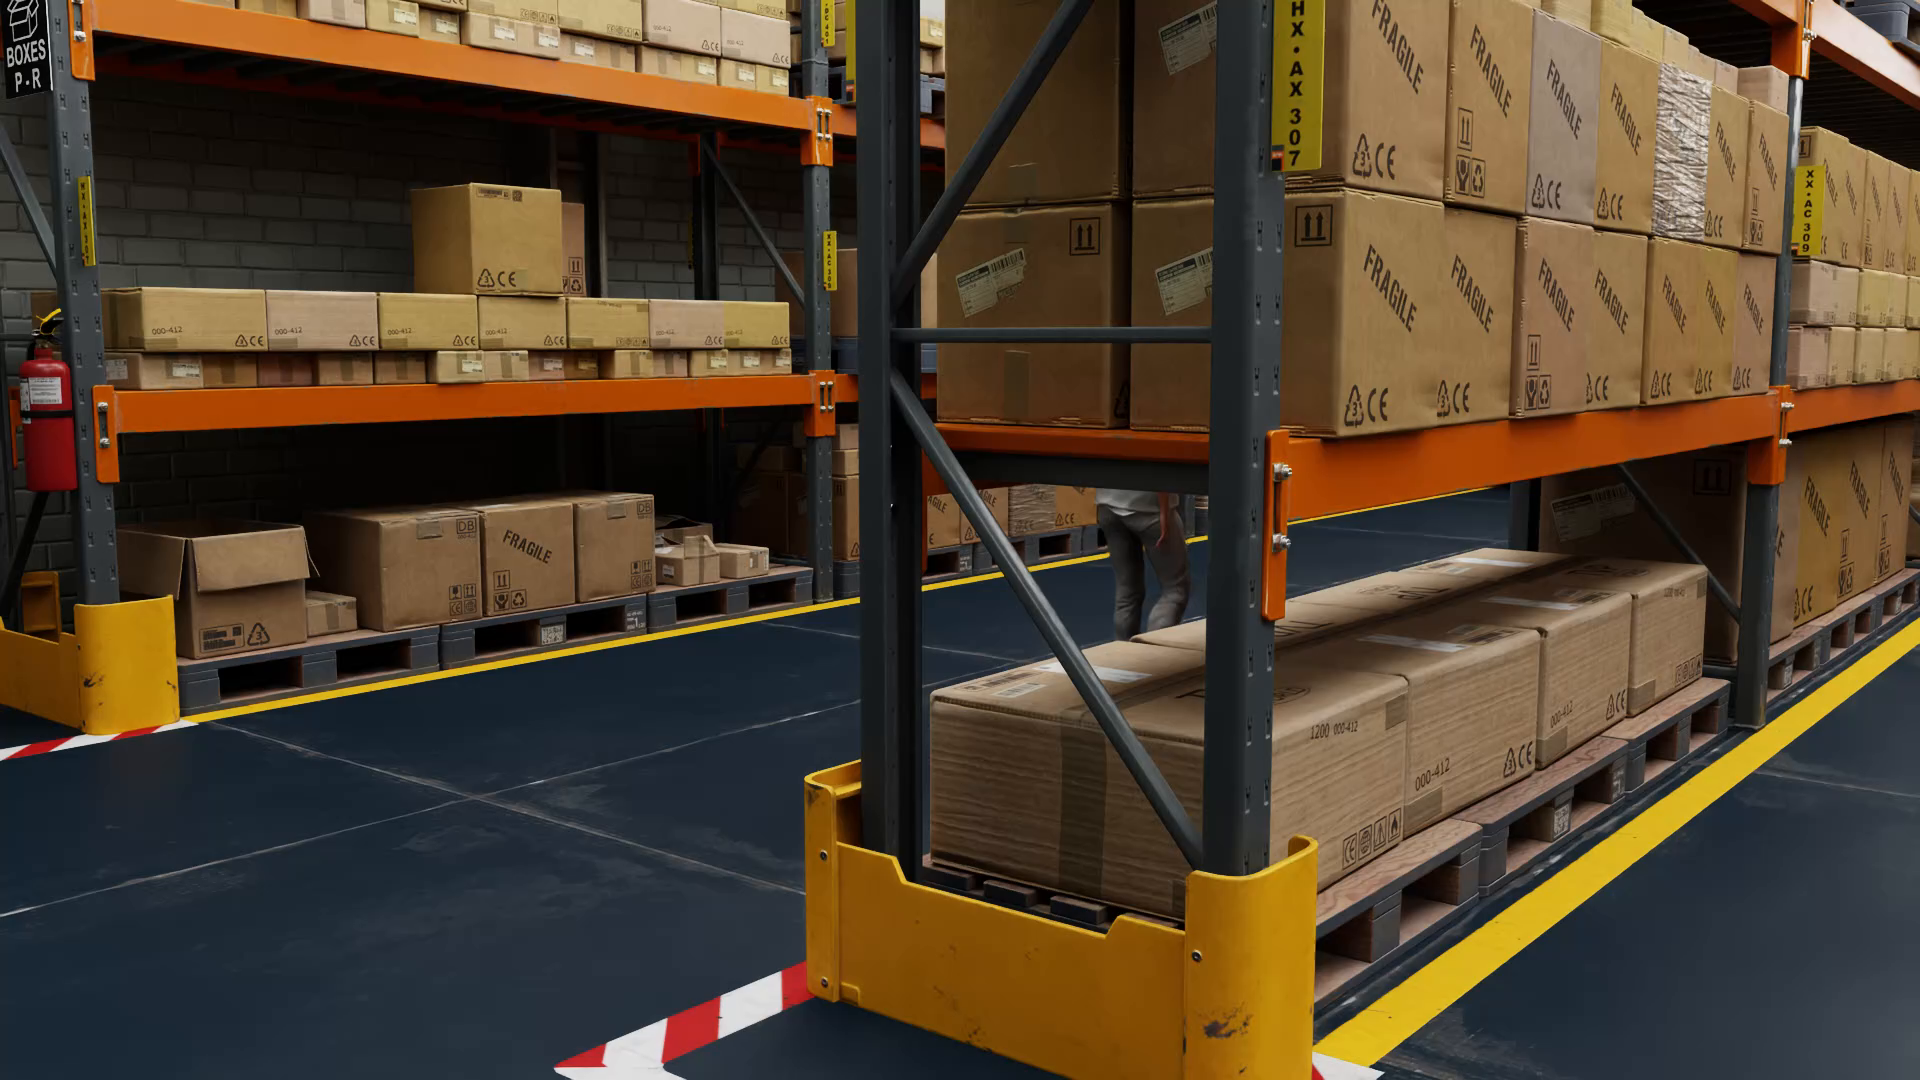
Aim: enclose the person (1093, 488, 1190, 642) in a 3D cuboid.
[{"bbox_3d":[0.751,-0.045,6.684,0.434,1.530,0.438,-6,9,-40],"label":"person"}]
